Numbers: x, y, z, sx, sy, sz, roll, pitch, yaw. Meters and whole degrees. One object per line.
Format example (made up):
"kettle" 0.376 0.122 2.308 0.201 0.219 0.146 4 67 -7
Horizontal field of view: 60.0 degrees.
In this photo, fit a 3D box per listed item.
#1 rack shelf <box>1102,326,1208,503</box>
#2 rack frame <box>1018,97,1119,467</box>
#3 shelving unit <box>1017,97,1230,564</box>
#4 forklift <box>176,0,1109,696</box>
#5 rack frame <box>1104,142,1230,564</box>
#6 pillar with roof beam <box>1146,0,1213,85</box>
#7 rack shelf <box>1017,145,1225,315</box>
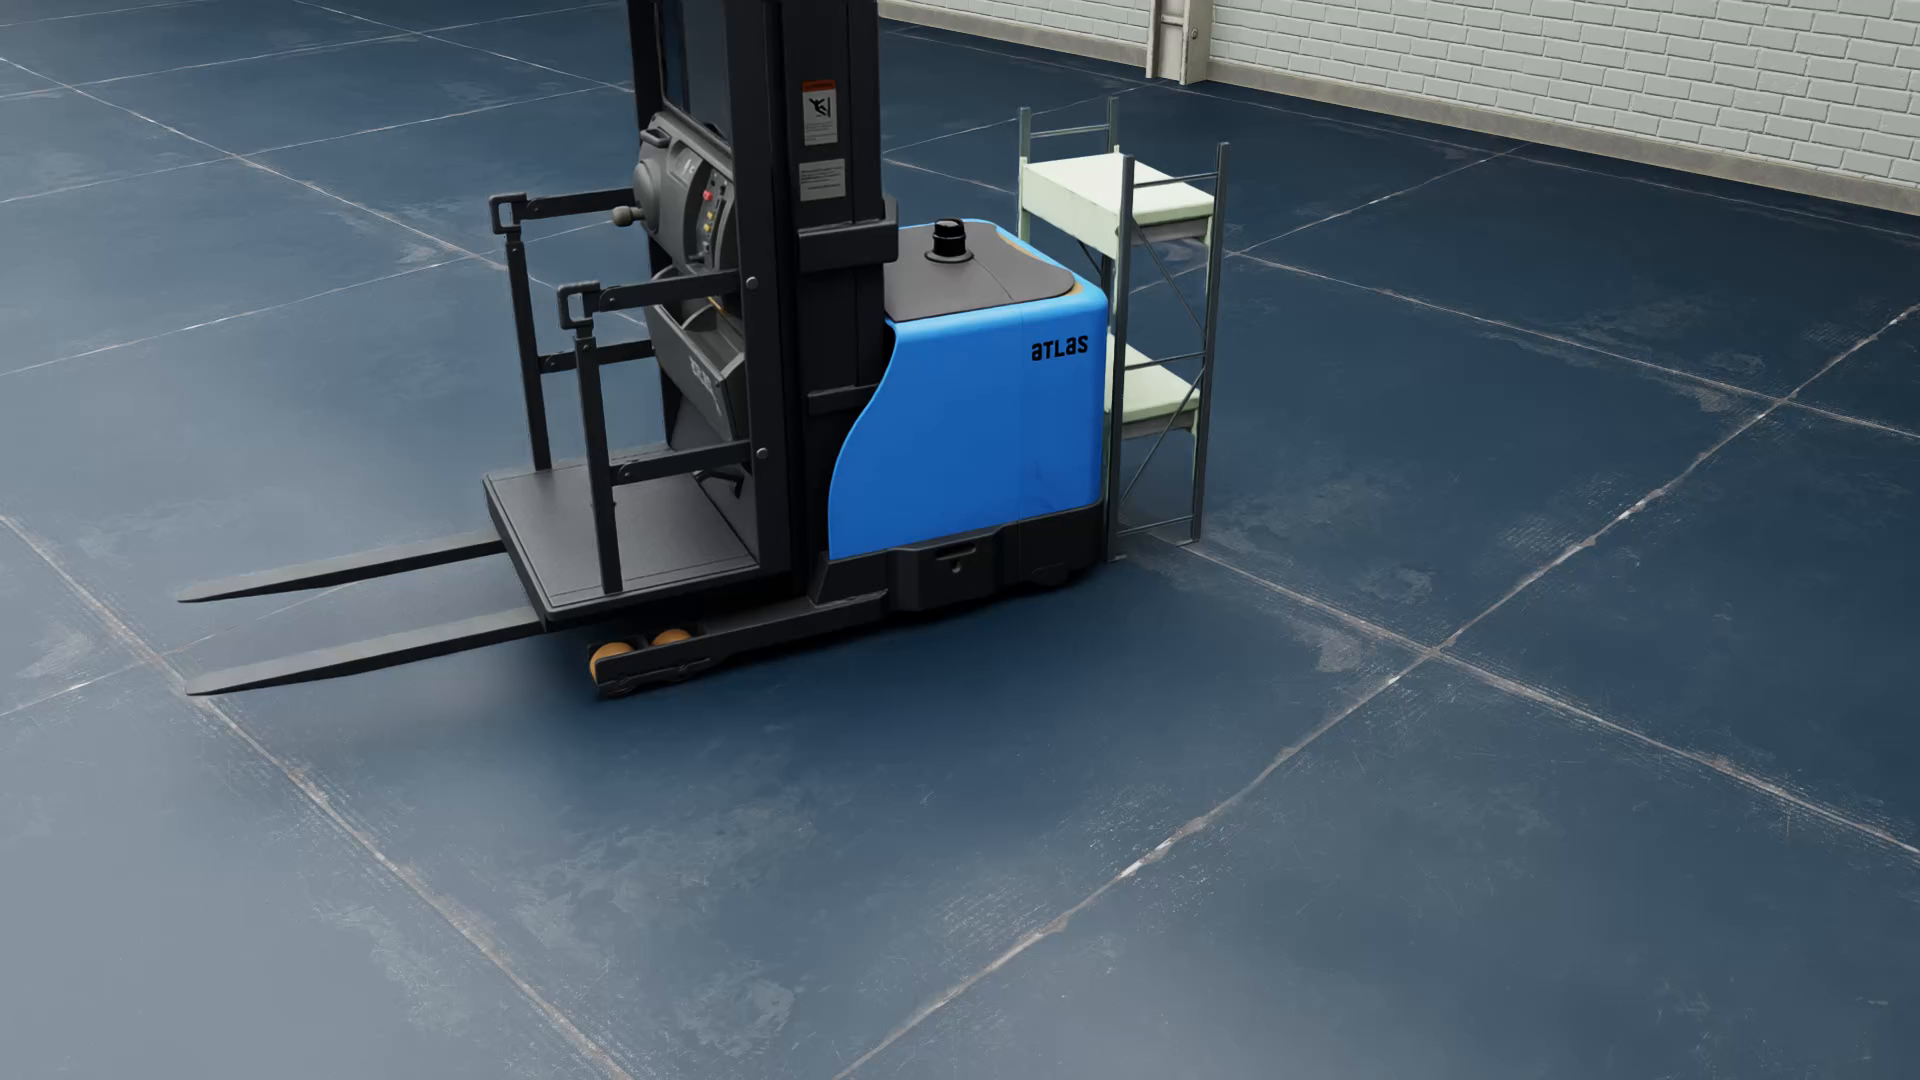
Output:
"rack shelf" 0.558 -0.487 6.266 0.431 0.370 0.720 -12 30 -22
"rack frame" 0.400 -0.930 6.407 0.400 1.500 0.023 -12 30 -22
"shelving unit" 0.558 -0.776 6.114 0.431 1.500 0.755 -12 30 -22
"forklift" -1.049 -1.081 5.157 3.031 2.935 1.130 -12 30 -22
"rack frame" 0.715 -0.622 5.822 0.400 1.500 0.023 -12 30 -22
"pillar with roof beam" -1.290 -6.237 8.443 0.400 9.000 9.100 25 36 38
"rack shelf" 0.558 -1.121 5.932 0.431 0.370 0.720 -12 30 -22
